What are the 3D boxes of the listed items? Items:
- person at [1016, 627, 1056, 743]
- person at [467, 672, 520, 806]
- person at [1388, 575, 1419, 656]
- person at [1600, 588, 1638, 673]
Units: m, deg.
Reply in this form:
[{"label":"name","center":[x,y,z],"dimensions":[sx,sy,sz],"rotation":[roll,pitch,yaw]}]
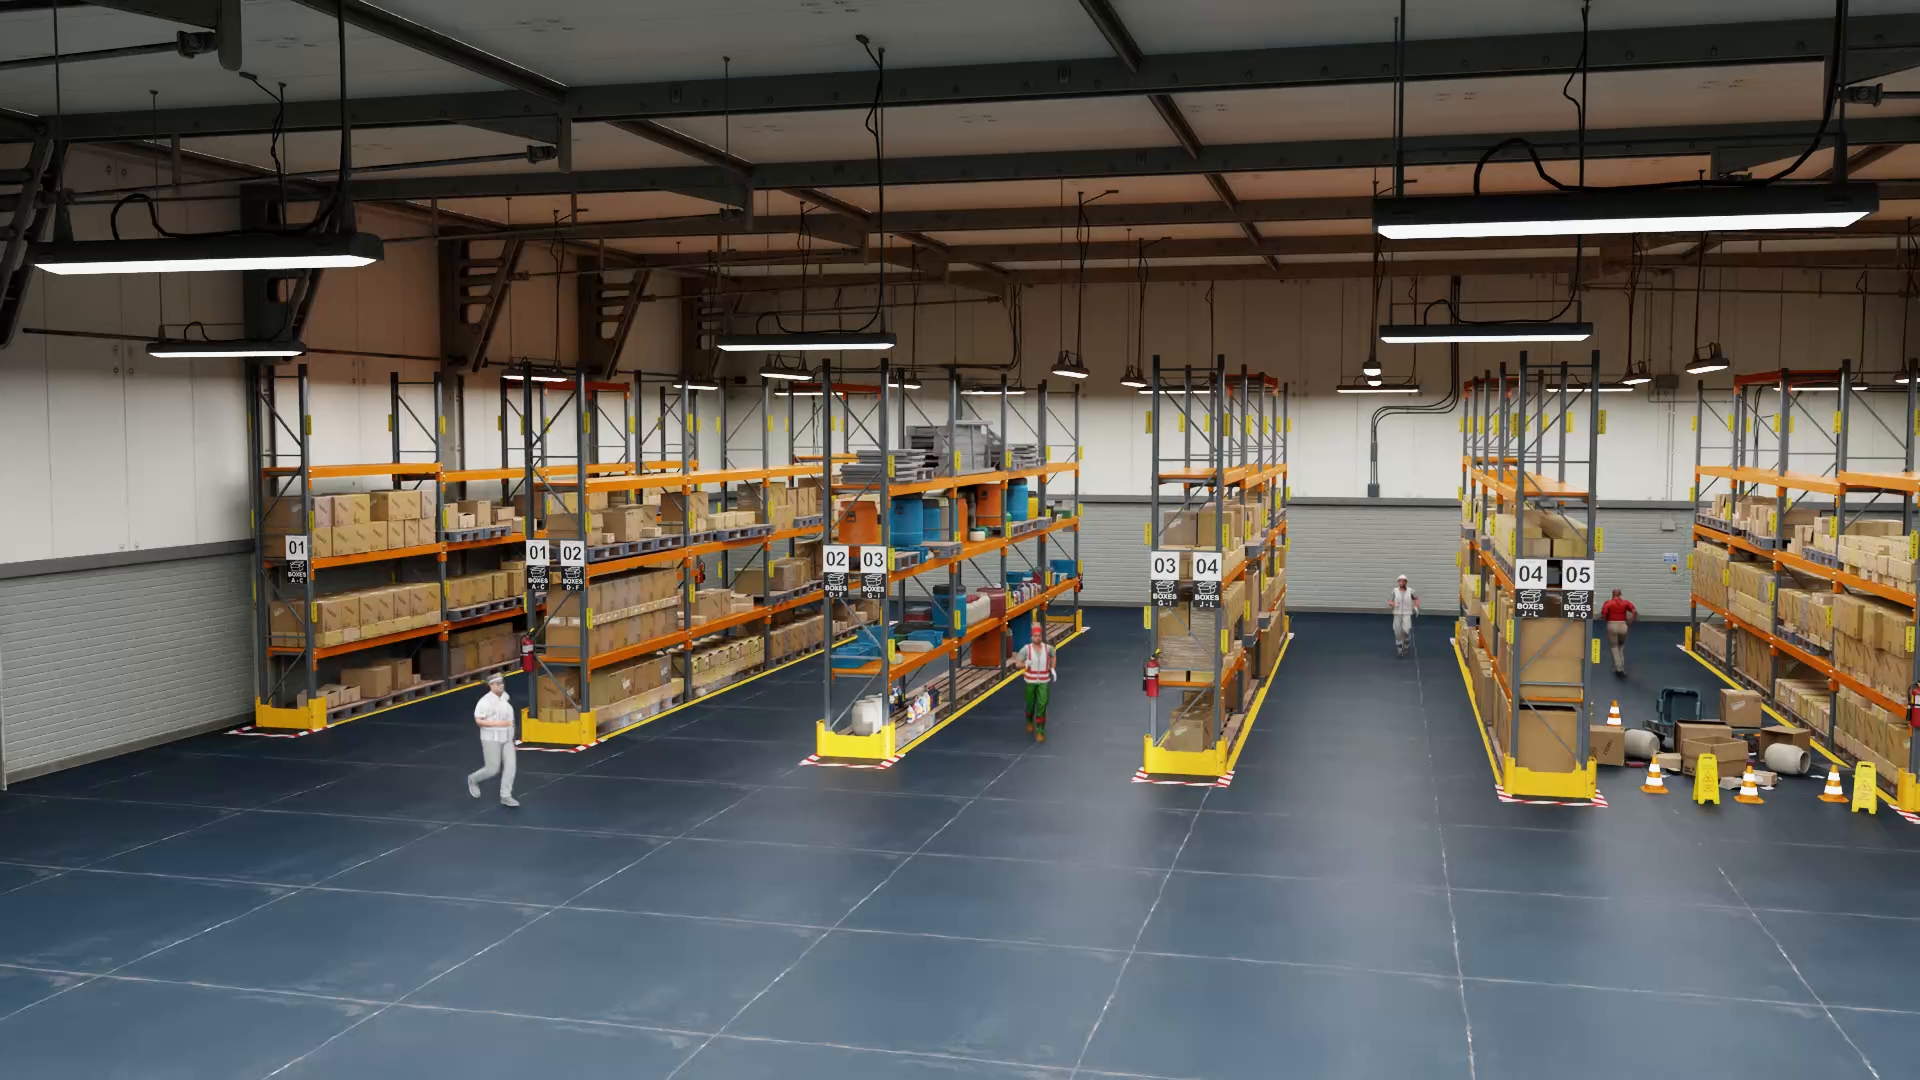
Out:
[{"label":"person","center":[1.210,2.254,26.368],"dimensions":[0.662,1.774,0.994],"rotation":[0,4,-3]},{"label":"person","center":[-6.134,2.606,21.926],"dimensions":[0.817,1.755,0.676],"rotation":[2,5,30]},{"label":"person","center":[9.550,1.635,35.862],"dimensions":[0.640,1.760,0.667],"rotation":[1,4,20]},{"label":"person","center":[13.201,1.856,33.439],"dimensions":[0.636,1.794,0.778],"rotation":[0,4,1]}]
